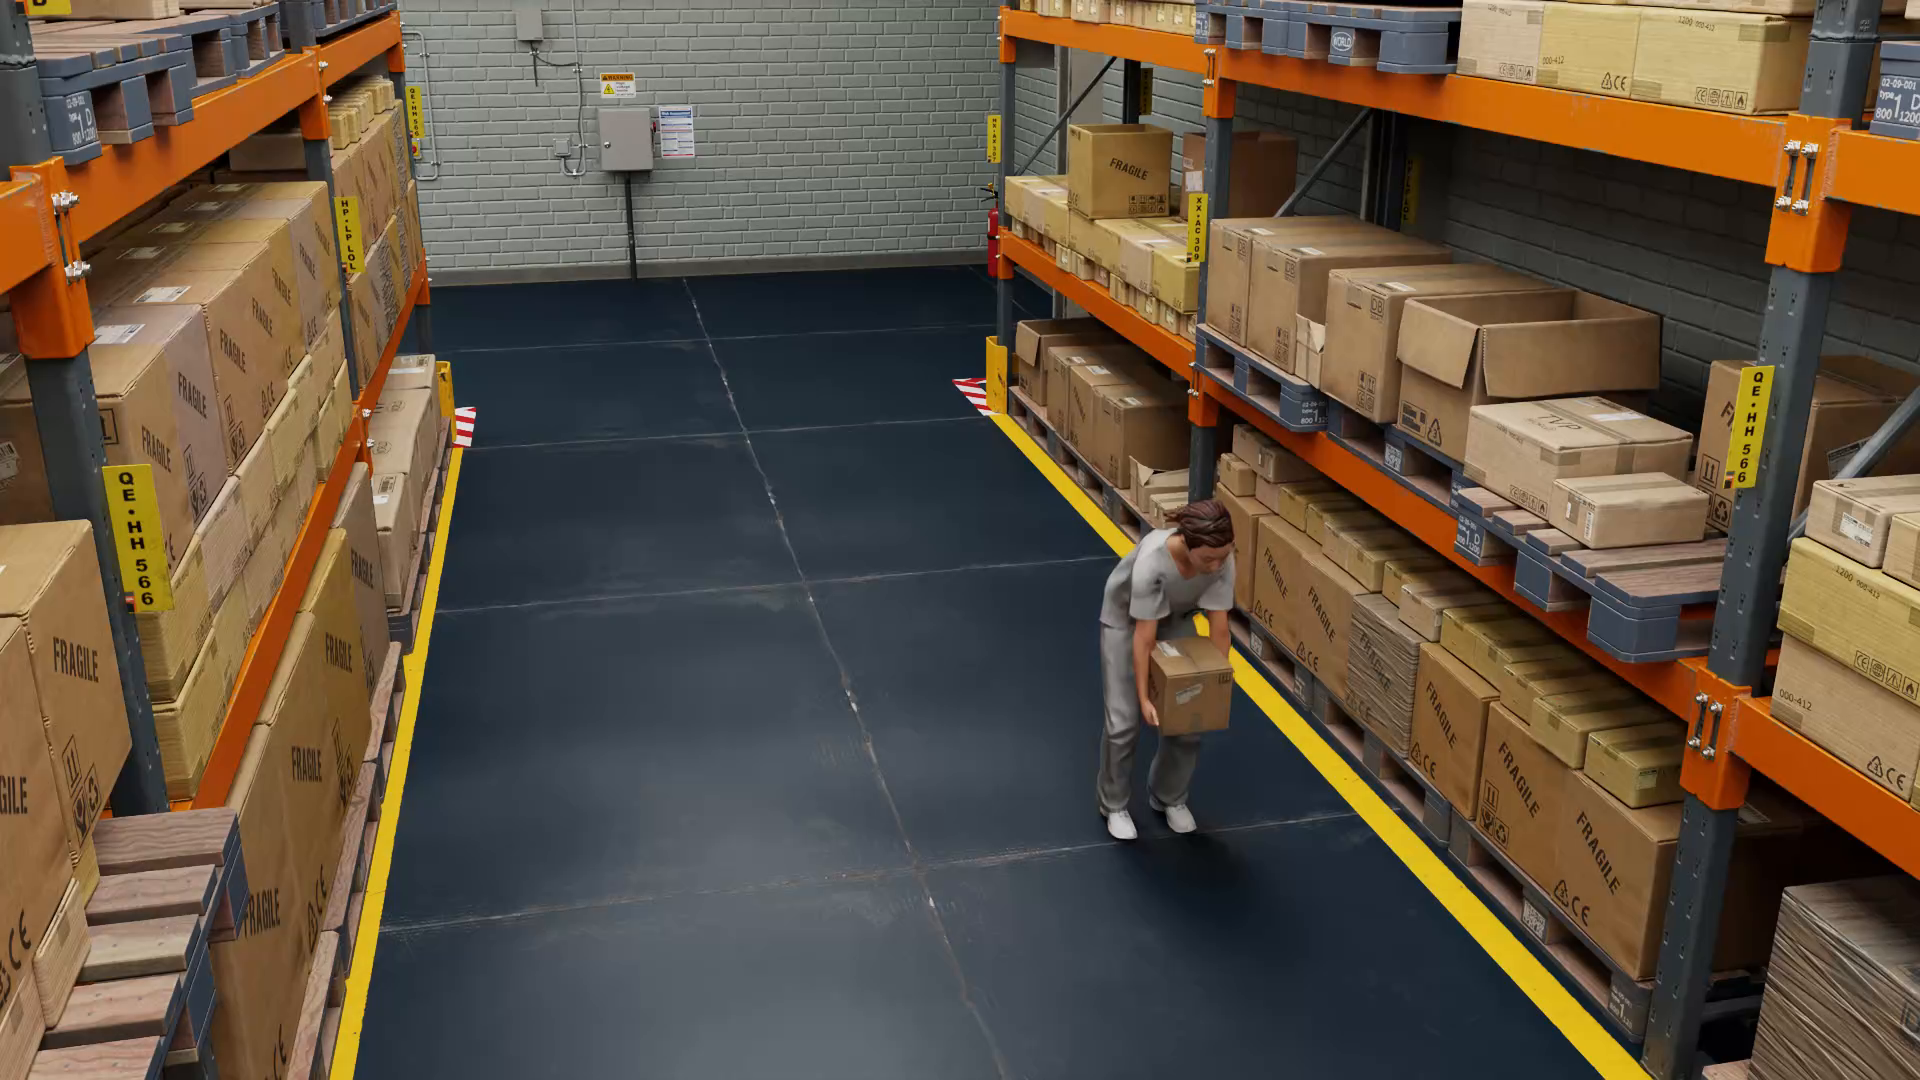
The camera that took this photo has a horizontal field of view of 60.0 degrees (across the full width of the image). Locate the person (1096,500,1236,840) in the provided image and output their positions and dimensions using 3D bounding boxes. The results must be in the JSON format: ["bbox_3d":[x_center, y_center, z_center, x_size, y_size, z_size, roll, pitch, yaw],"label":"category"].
[{"bbox_3d":[0.768,0.470,6.108,0.415,1.446,0.723,-5,20,-15],"label":"person"}]
